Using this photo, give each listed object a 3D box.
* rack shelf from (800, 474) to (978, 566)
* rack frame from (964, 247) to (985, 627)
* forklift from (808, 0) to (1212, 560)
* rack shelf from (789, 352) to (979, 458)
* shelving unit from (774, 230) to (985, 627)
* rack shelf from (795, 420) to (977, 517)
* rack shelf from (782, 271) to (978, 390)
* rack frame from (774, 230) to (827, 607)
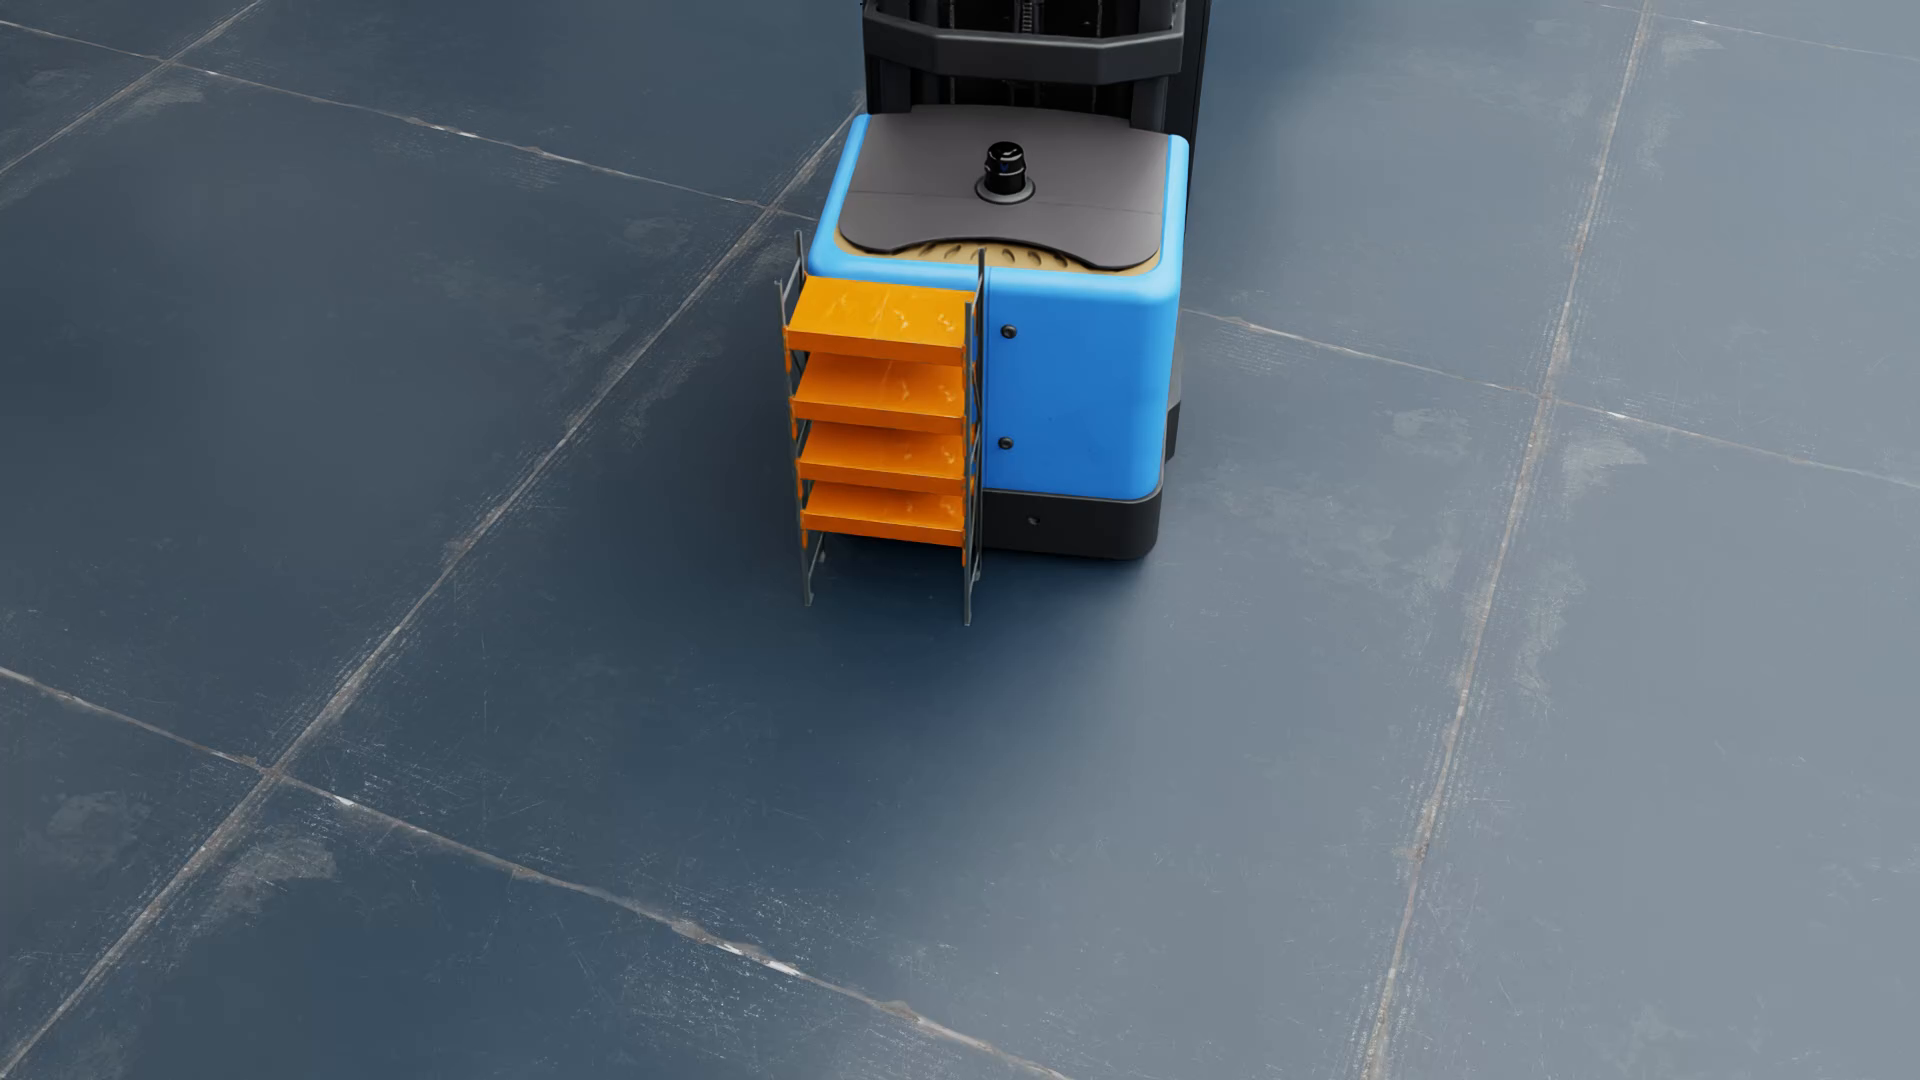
[{"bbox_3d":[-0.202,-0.089,4.865,0.480,0.148,0.258,7,45,7],"label":"rack shelf"},{"bbox_3d":[0.039,-0.249,4.650,0.015,1.200,0.240,7,45,7],"label":"rack frame"},{"bbox_3d":[0.269,-2.025,5.207,1.130,2.935,3.031,5,45,5],"label":"forklift"},{"bbox_3d":[-0.202,-0.388,4.567,0.480,0.148,0.258,7,45,7],"label":"rack shelf"},{"bbox_3d":[-0.202,-0.277,4.678,0.503,1.200,0.258,7,45,7],"label":"shelving unit"},{"bbox_3d":[-0.202,-0.230,4.725,0.480,0.148,0.258,7,45,7],"label":"rack shelf"},{"bbox_3d":[-0.202,-0.555,4.400,0.480,0.148,0.258,7,45,7],"label":"rack shelf"},{"bbox_3d":[-0.443,-0.305,4.706,0.015,1.200,0.240,7,45,7],"label":"rack frame"}]
